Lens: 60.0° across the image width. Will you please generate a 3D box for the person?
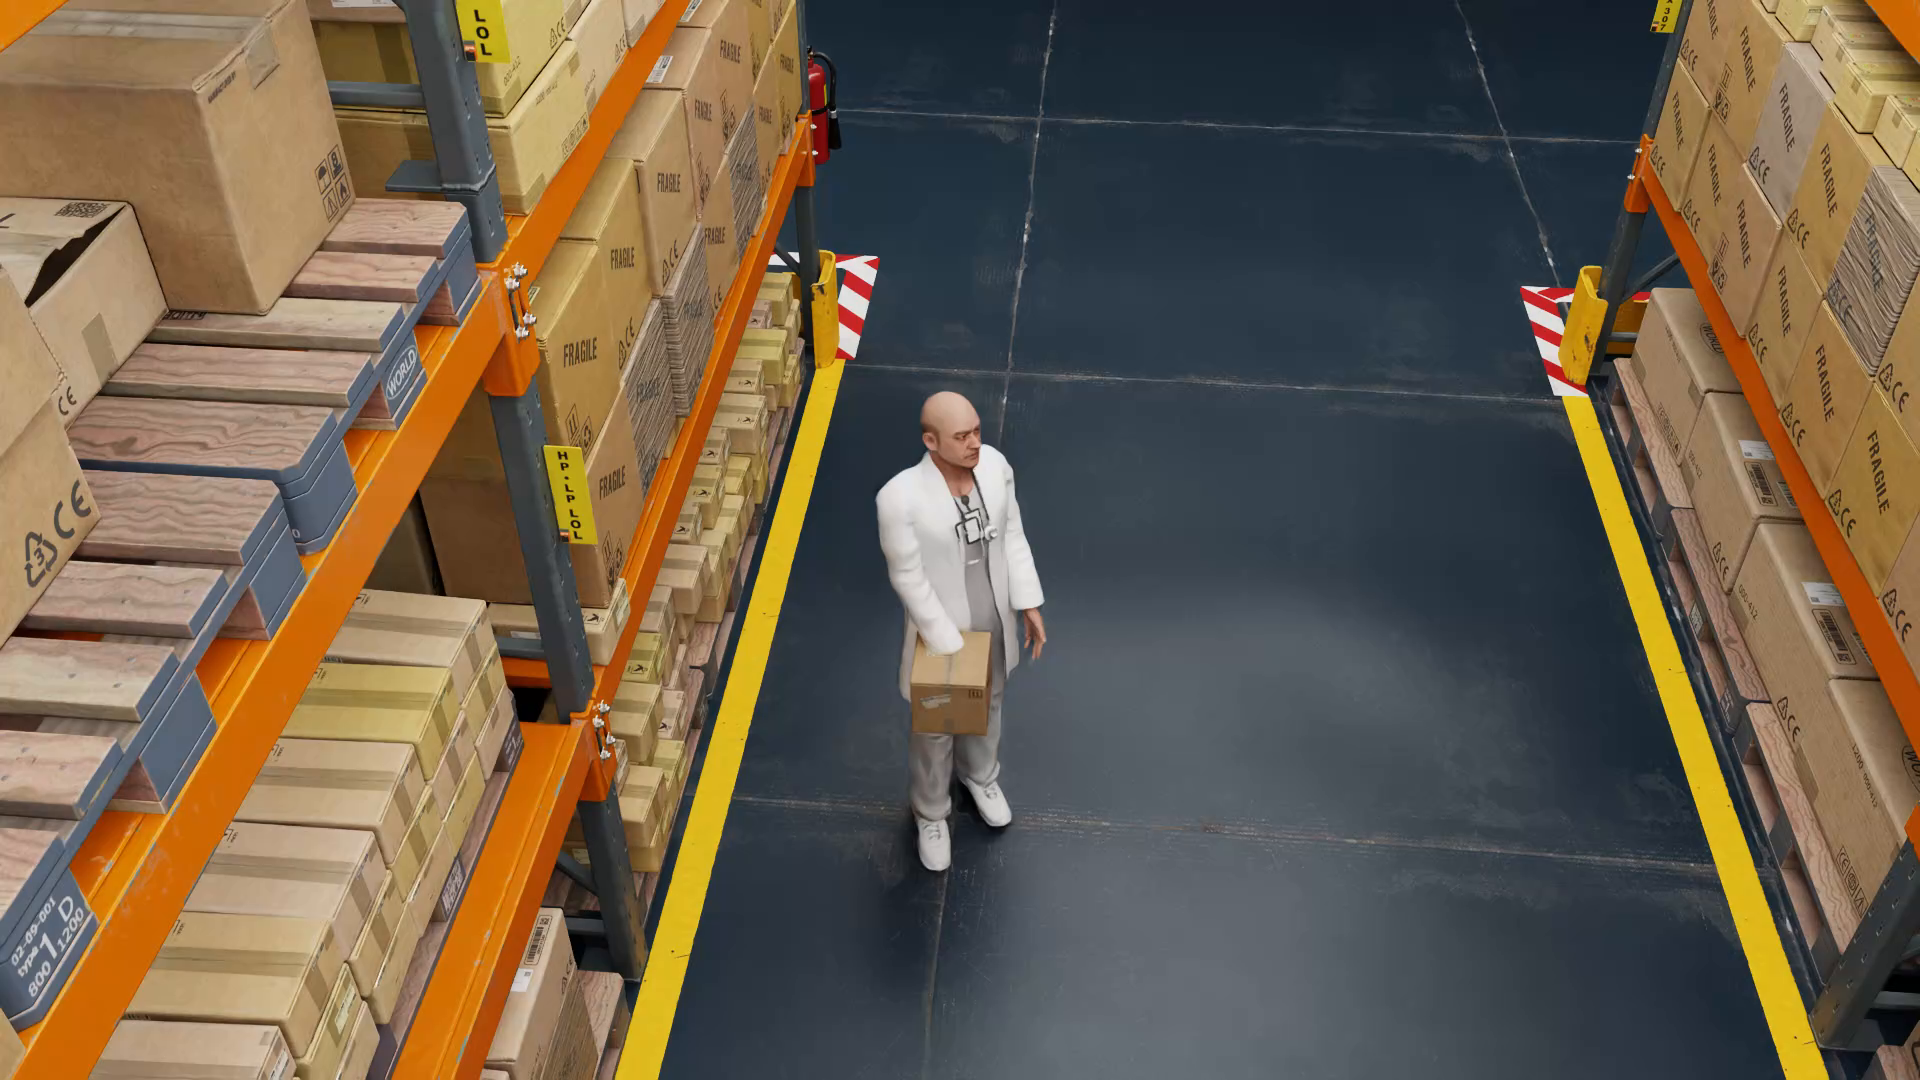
[{"bbox_3d":[0.012,0.321,5.766,0.618,1.785,0.495,-28,47,-29],"label":"person"}]
